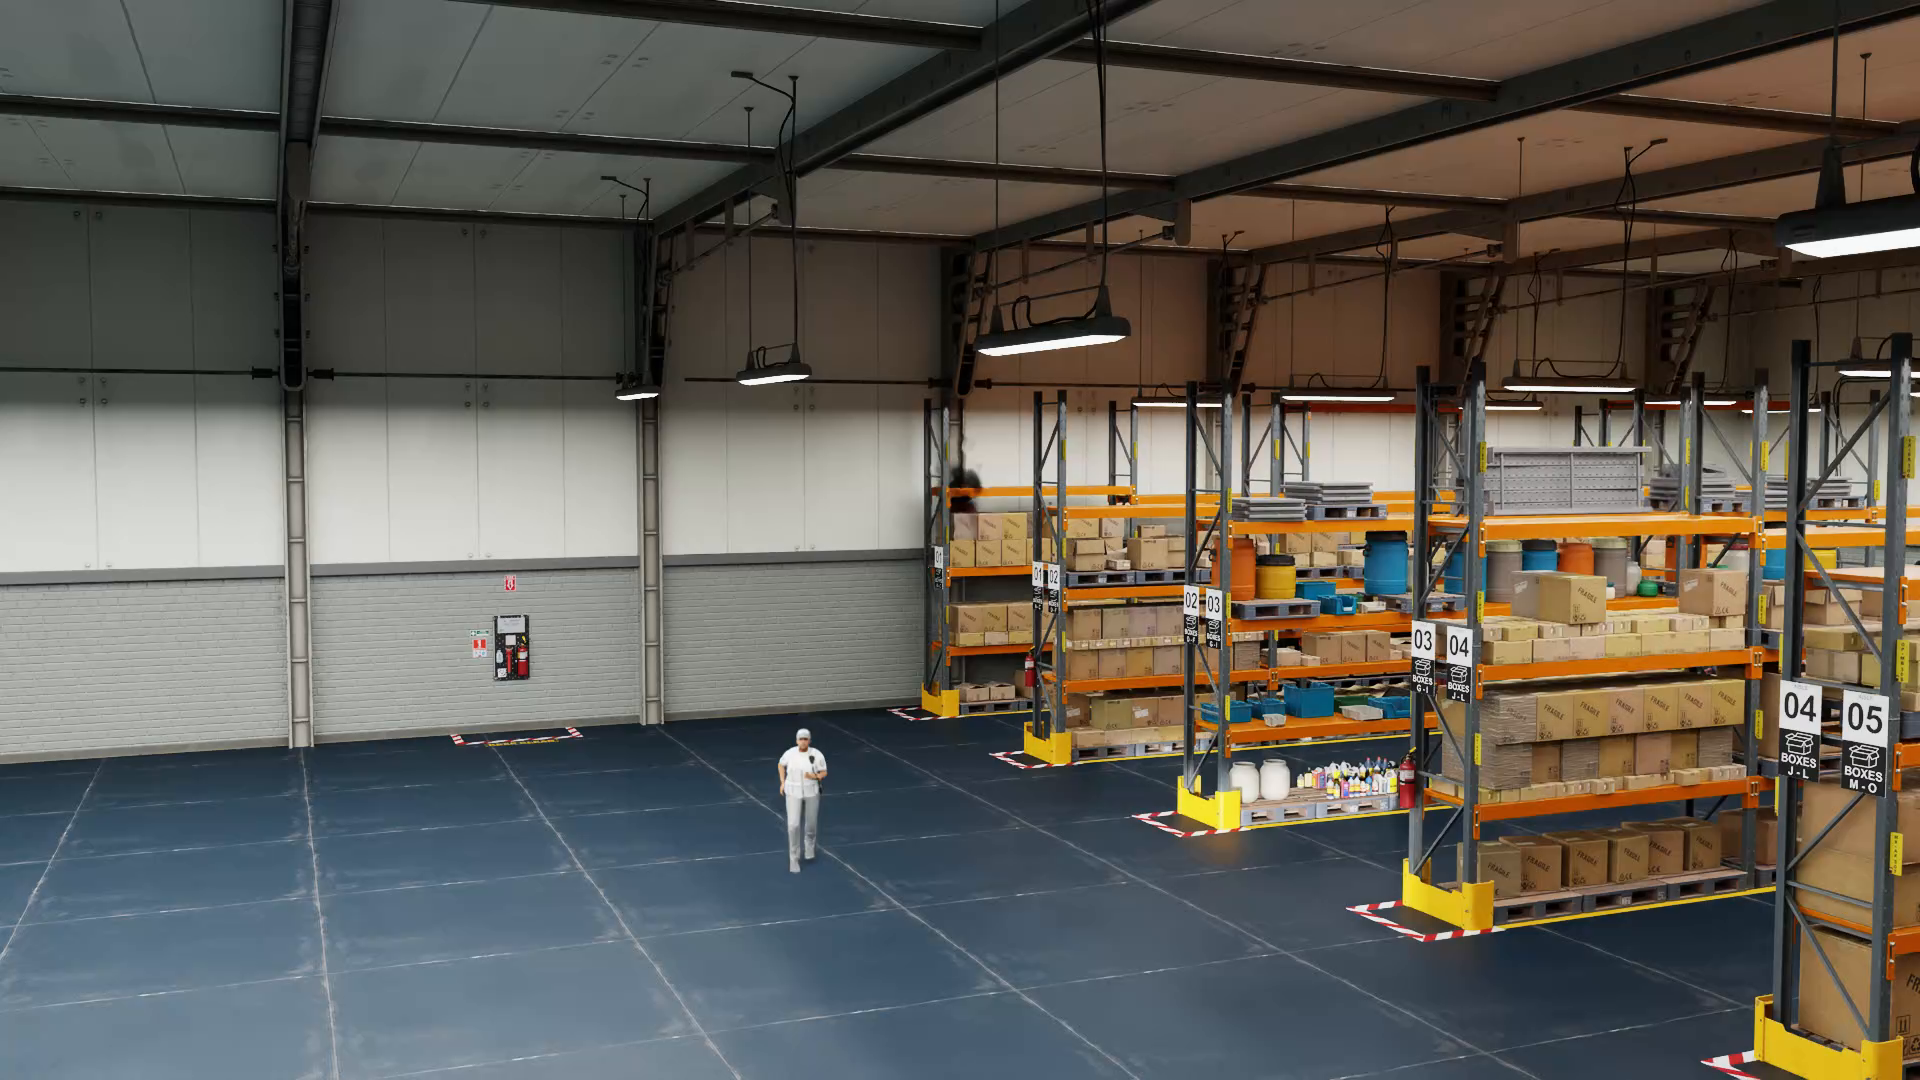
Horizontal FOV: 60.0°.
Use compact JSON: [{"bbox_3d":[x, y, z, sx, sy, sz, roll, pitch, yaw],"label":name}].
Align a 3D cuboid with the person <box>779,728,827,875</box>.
[{"bbox_3d":[-1.910,3.144,20.215,0.574,1.727,0.754,0,3,-8],"label":"person"}]
